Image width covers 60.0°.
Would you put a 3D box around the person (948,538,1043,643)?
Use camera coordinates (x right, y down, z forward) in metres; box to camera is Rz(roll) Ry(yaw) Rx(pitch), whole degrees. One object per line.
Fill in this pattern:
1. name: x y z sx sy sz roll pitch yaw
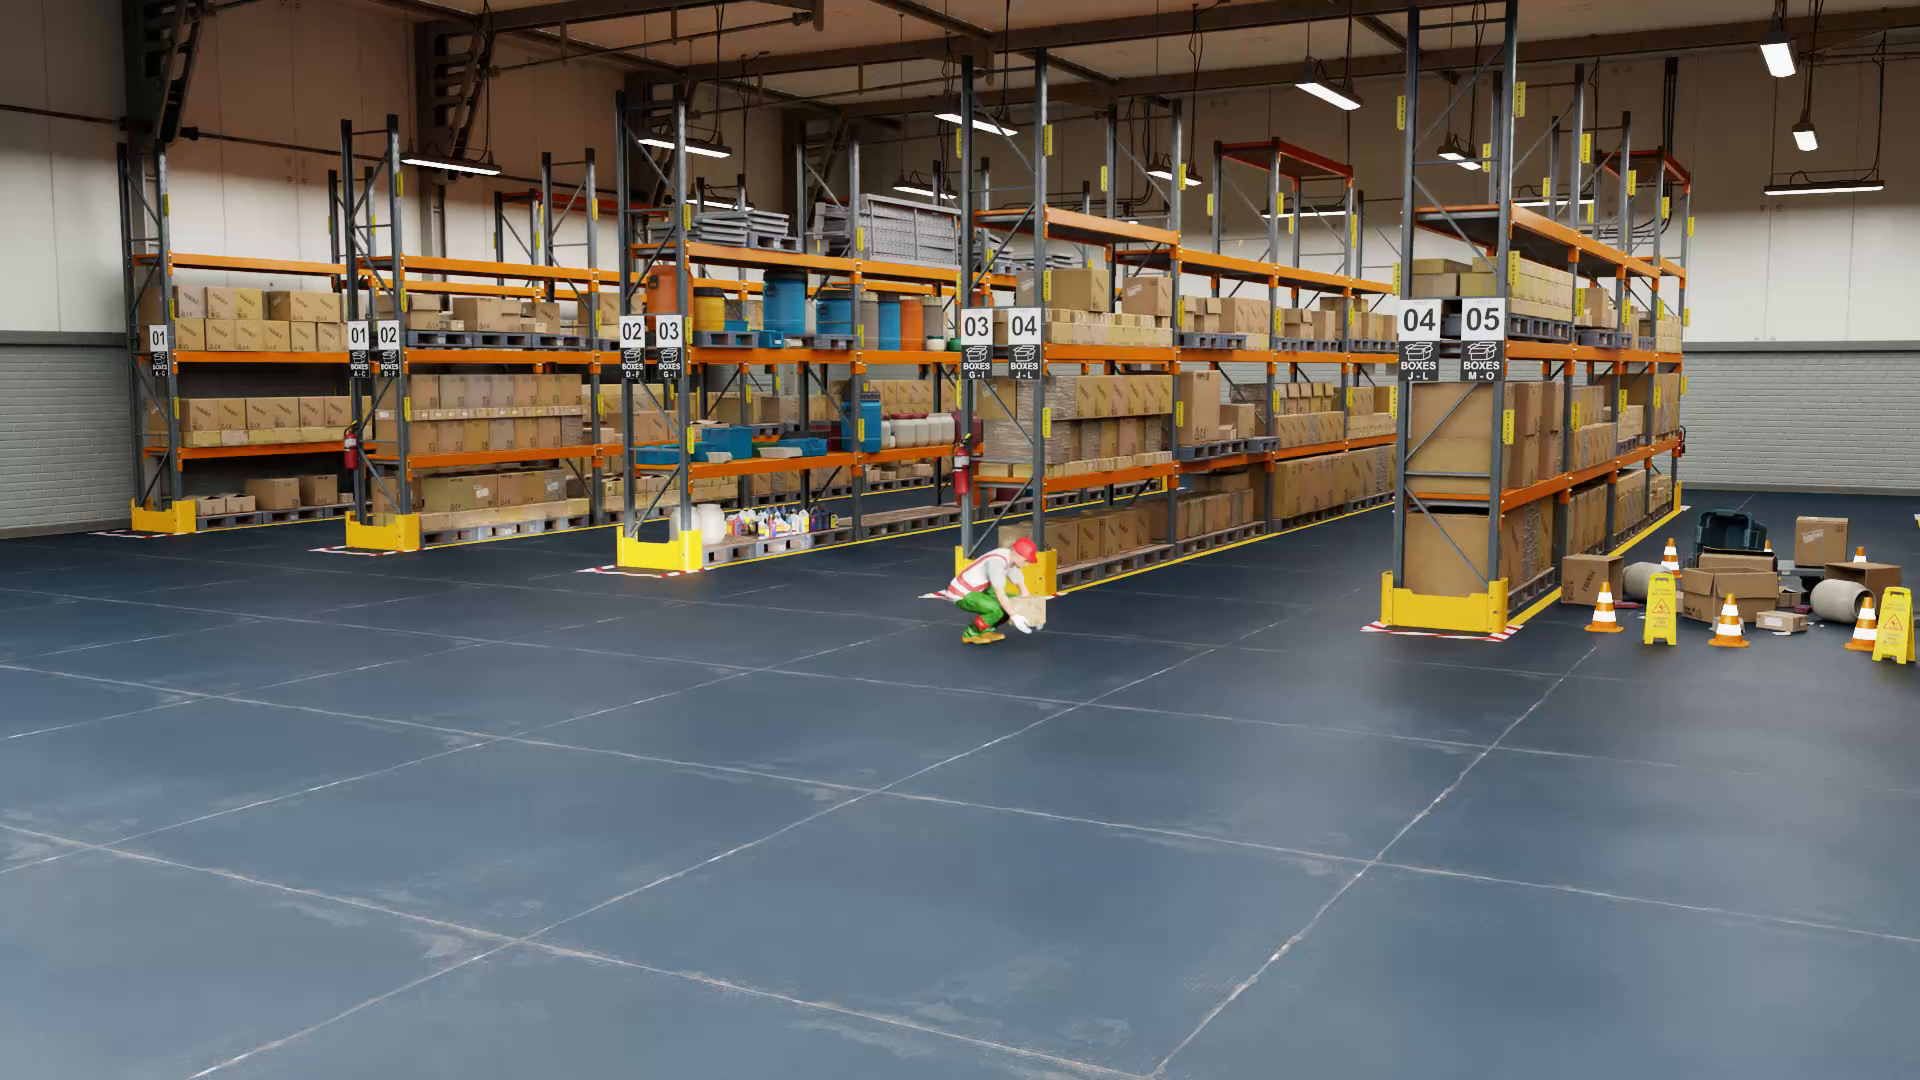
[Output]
1. person: 0.338 0.462 15.401 0.865 0.991 0.570 3 7 29
